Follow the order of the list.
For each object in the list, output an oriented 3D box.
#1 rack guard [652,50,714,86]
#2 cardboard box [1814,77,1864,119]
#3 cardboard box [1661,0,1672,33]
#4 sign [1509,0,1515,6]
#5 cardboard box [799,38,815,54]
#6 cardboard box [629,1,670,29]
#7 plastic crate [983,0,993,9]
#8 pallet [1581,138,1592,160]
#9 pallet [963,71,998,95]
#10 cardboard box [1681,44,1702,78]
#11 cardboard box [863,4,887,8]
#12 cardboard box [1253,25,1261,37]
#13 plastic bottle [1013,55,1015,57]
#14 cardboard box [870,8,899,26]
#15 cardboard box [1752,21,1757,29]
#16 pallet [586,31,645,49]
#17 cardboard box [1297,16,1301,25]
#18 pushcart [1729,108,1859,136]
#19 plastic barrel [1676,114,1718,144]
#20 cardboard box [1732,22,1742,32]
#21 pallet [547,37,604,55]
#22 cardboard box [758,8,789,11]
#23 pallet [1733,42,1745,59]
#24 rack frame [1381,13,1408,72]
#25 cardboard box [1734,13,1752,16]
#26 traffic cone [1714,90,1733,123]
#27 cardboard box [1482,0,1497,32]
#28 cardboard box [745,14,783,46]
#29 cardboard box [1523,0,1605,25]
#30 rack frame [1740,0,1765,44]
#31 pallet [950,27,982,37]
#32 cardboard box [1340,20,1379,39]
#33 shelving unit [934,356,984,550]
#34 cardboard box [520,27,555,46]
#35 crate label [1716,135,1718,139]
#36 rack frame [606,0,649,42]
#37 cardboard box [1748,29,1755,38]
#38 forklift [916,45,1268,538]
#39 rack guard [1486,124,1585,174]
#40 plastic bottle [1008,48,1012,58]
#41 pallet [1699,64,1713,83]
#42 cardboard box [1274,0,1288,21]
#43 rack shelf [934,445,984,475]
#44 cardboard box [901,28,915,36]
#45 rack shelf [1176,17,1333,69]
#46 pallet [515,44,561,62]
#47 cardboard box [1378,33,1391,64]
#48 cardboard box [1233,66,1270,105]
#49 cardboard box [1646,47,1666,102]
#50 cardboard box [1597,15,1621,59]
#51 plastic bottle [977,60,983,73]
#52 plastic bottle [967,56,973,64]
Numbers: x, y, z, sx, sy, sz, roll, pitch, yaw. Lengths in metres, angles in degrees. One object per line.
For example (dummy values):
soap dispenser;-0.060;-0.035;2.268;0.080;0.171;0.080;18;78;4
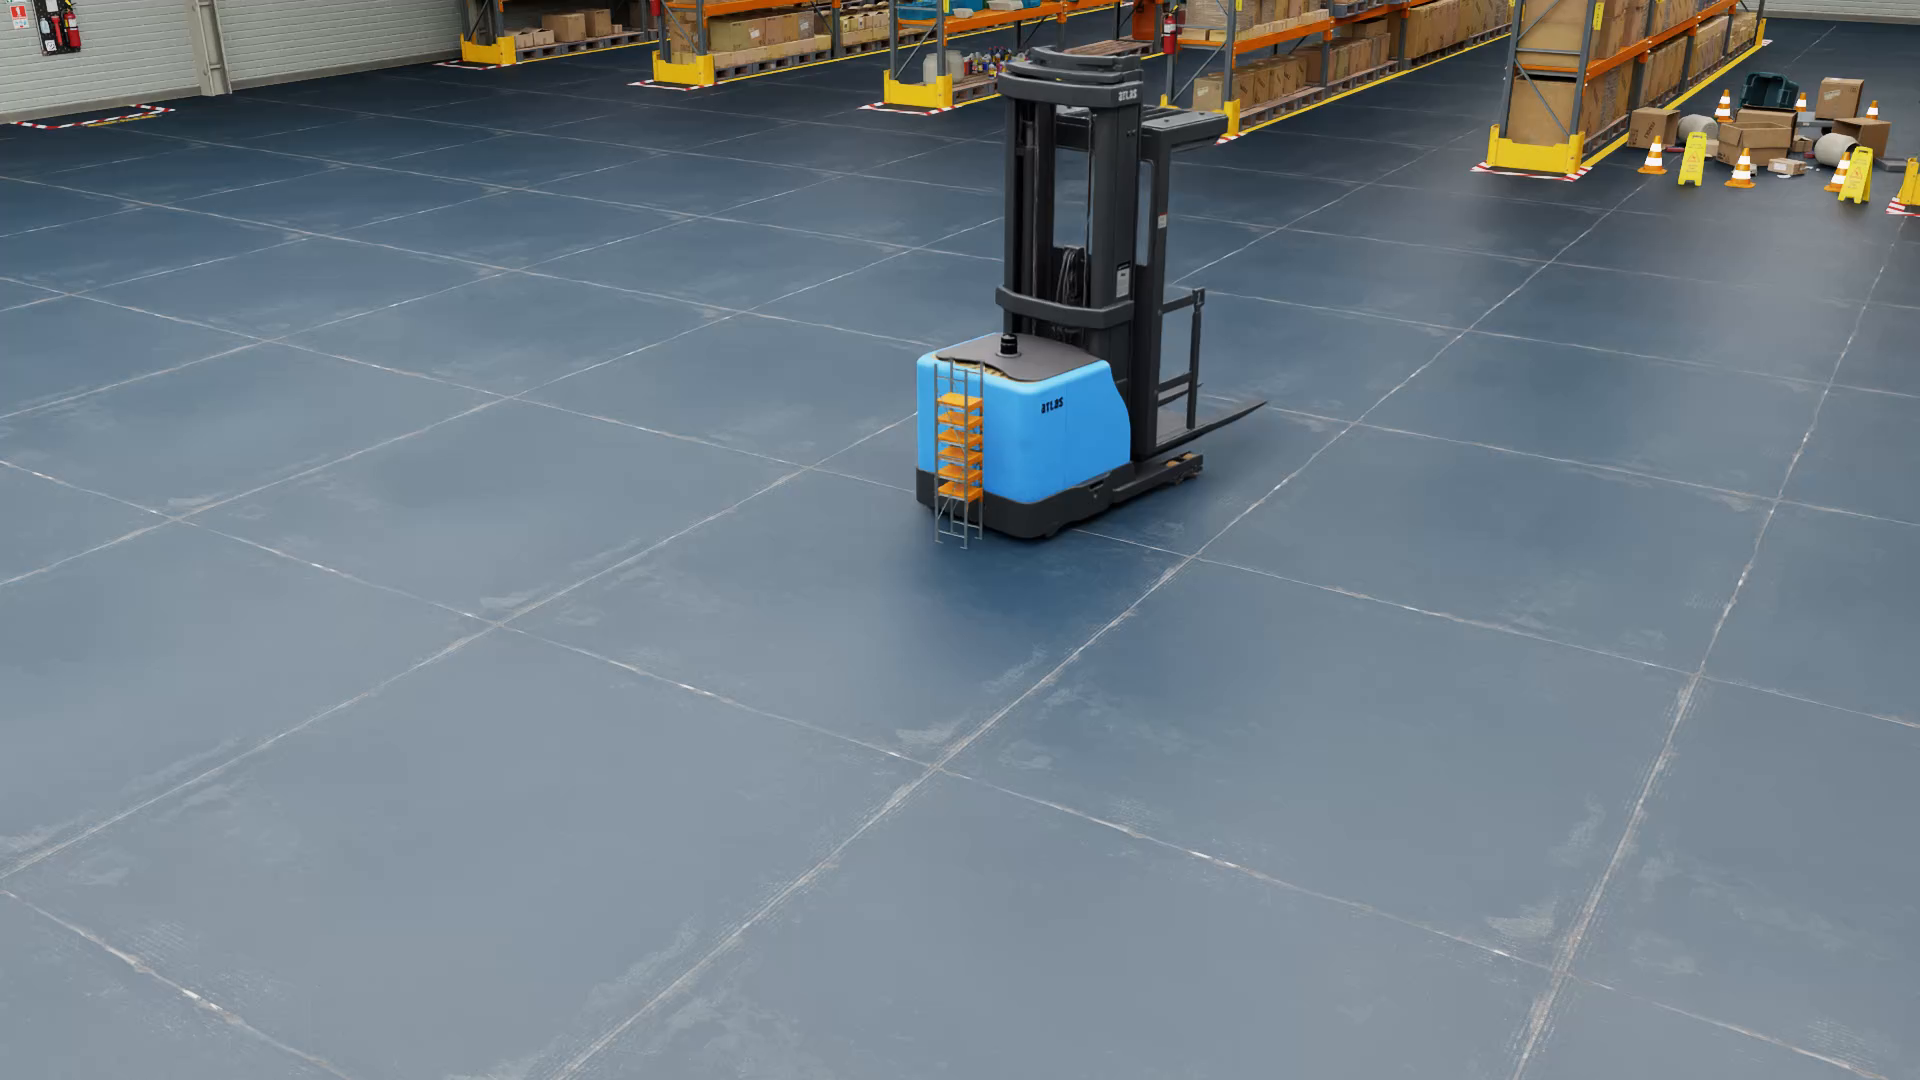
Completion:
rack guard;-4.904;-8.371;29.458;1.175;0.500;0.348;14;27;29
cardboard box;12.524;-6.286;23.688;0.500;0.500;0.500;14;27;29
cardboard box;10.565;-8.063;25.475;0.500;0.500;0.500;14;27;29
sign;7.230;-7.134;21.699;0.100;0.325;0.005;14;27;29
cardboard box;-3.112;-9.438;31.709;0.500;0.250;0.500;14;27;29
cardboard box;-6.617;-11.220;35.485;0.700;0.500;0.500;15;28;31
plastic crate;0.469;-9.341;28.819;0.450;0.188;0.662;14;27;29
pallet;8.039;-5.382;22.917;1.003;0.211;1.213;14;27;29
pallet;0.393;-7.926;28.794;1.003;0.211;1.213;14;27;29
cardboard box;12.493;-8.307;28.780;0.500;0.500;0.500;13;26;27
cardboard box;-1.738;-10.949;34.493;0.500;0.311;0.500;13;27;28
cardboard box;4.283;-7.631;24.917;0.380;0.149;0.250;14;27;29
plastic bottle;0.958;-8.354;29.137;0.061;0.283;0.133;14;27;29
cardboard box;-1.542;-10.671;33.851;0.500;0.311;0.500;15;27;30
cardboard box;16.087;-10.559;34.051;0.380;0.149;0.250;13;27;28
pallet;-7.316;-10.400;34.507;1.003;0.211;1.213;14;27;29
cardboard box;5.165;-8.231;26.304;0.380;0.149;0.250;14;27;29
pushcart;12.089;-5.980;24.089;1.648;0.377;0.936;5;24;11
plastic barrel;10.498;-5.839;23.705;0.421;0.421;0.512;-7;24;-17
cardboard box;14.980;-9.994;32.371;0.380;0.149;0.250;15;27;30
pallet;-7.958;-9.986;33.552;1.003;0.211;1.213;14;27;29
cardboard box;-3.549;-9.890;31.809;0.500;0.500;0.500;14;27;29
pallet;14.980;-9.794;33.107;1.003;0.211;1.213;14;27;29
rack frame;7.743;-10.149;30.419;1.000;3.000;0.127;14;27;29
cardboard box;15.878;-10.629;33.838;0.380;0.149;0.250;14;27;30
traffic cone;11.784;-6.698;25.639;0.336;0.463;0.334;14;27;29
cardboard box;10.744;-11.227;35.054;0.875;0.875;0.875;14;27;29
cardboard box;-3.626;-9.442;30.773;0.500;0.500;0.500;14;27;29
cardboard box;7.912;-7.057;21.728;0.875;0.550;0.550;14;27;29
rack frame;16.123;-11.776;34.176;1.000;3.000;0.127;14;27;29
pallet;-0.245;-11.191;36.335;1.003;0.211;1.213;14;27;29
cardboard box;7.144;-9.135;29.724;0.500;0.250;0.500;17;29;35
shelving unit;-0.008;-0.546;10.500;0.258;1.200;0.189;14;27;29
cardboard box;-8.359;-9.938;32.762;0.500;0.311;0.500;16;28;33
crate label;10.802;-5.851;24.092;0.298;0.136;0.250;-3;24;-7
rack frame;-6.992;-11.913;34.494;1.000;3.000;0.127;14;27;29
cardboard box;15.973;-10.331;33.898;0.380;0.149;0.250;15;27;31
forklift;1.074;-1.855;11.345;1.130;2.935;3.031;20;31;39
rack guard;7.671;-5.221;22.180;1.175;0.500;0.348;14;27;29
plastic bottle;0.885;-8.771;30.116;0.097;0.271;0.097;0;23;0
pallet;12.961;-8.470;30.049;1.003;0.211;1.213;14;27;29
cardboard box;4.572;-8.331;25.719;0.875;0.500;0.500;14;27;29
rack shelf;-0.008;-0.505;10.518;0.258;0.103;0.180;14;27;29
cardboard box;-1.278;-10.585;34.358;0.500;0.250;0.500;15;27;30
rack shelf;4.578;-7.794;25.884;1.077;0.370;4.000;14;27;29
pallet;-8.603;-9.576;32.605;1.003;0.211;1.213;14;27;29
cardboard box;7.406;-8.974;30.296;0.700;0.500;0.500;12;26;26
cardboard box;4.499;-7.118;26.035;0.500;0.500;0.500;17;29;34
cardboard box;10.557;-7.439;26.462;1.050;0.750;0.750;14;27;29
cardboard box;8.514;-6.932;22.799;0.875;0.550;0.550;14;27;29
plastic bottle;0.351;-8.289;29.090;0.097;0.201;0.097;0;23;0
plastic bottle;0.141;-8.277;28.969;0.152;0.276;0.135;13;27;28
